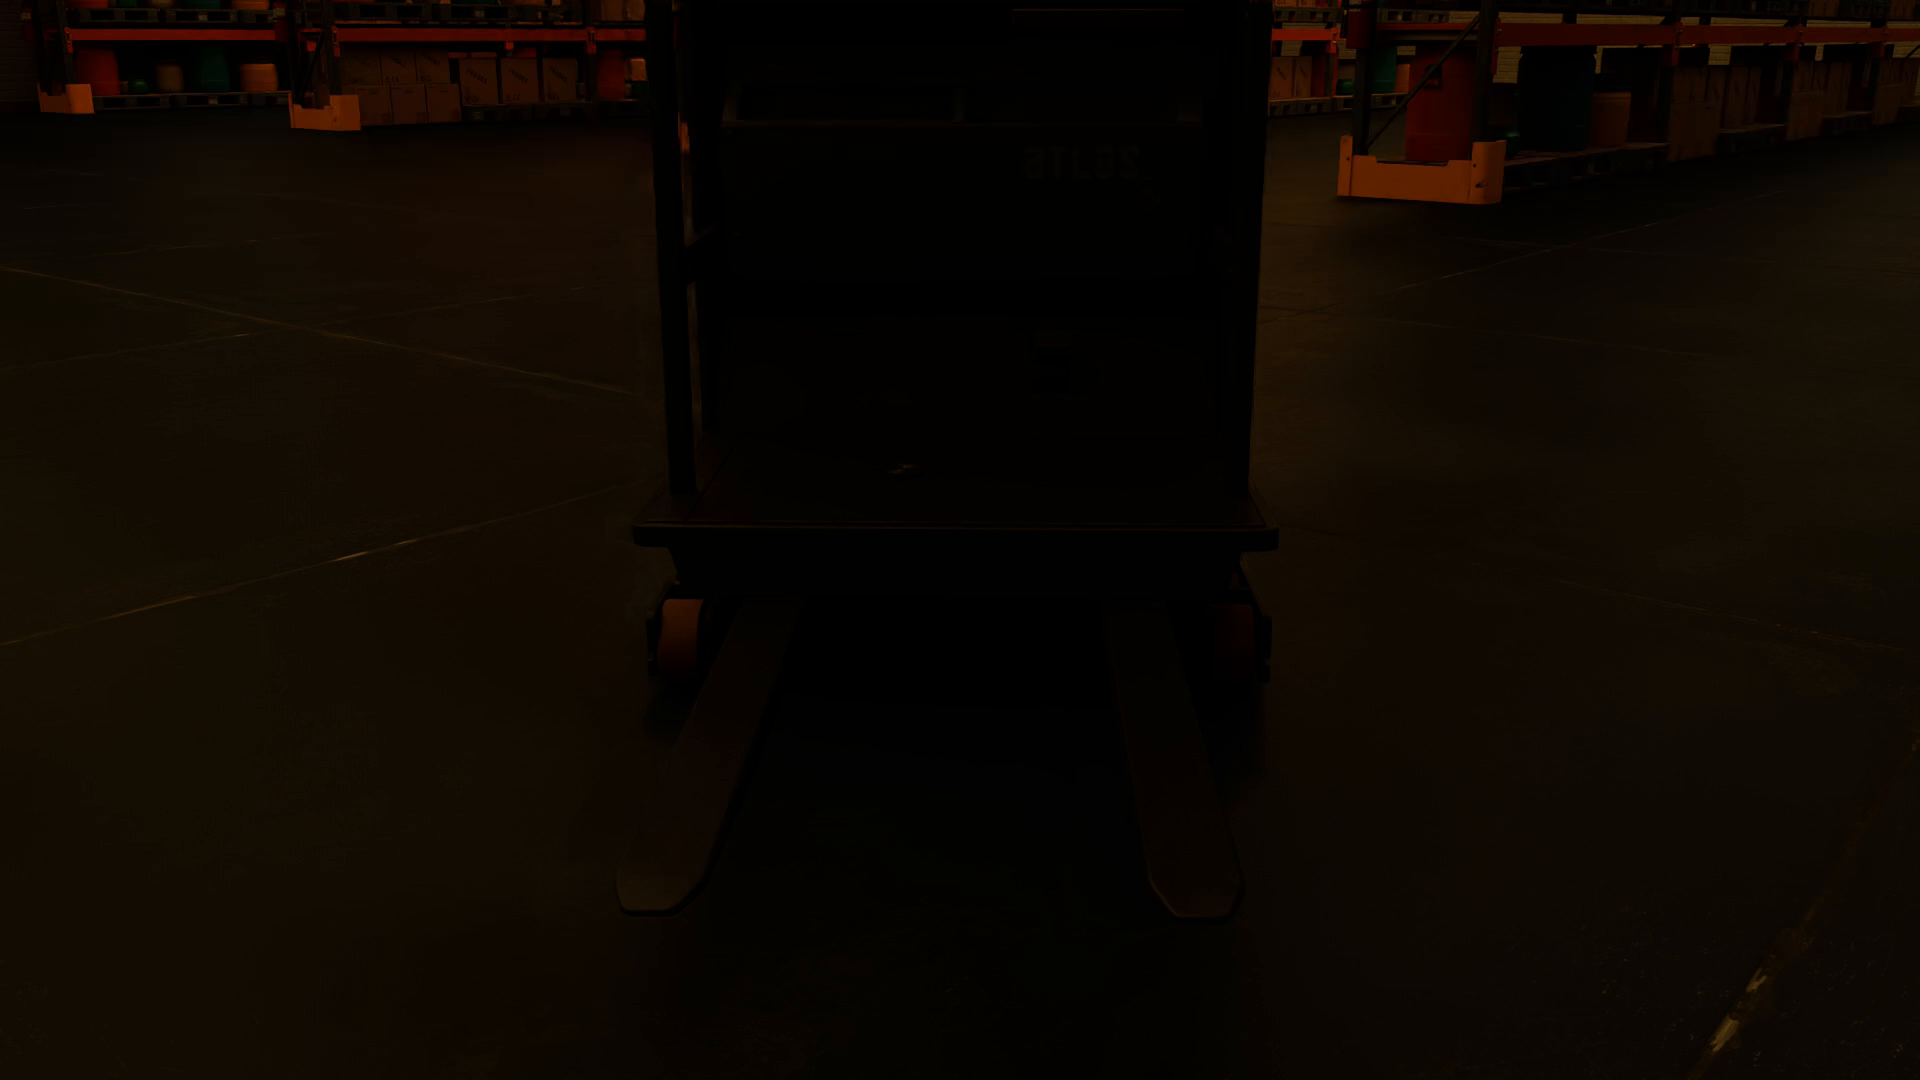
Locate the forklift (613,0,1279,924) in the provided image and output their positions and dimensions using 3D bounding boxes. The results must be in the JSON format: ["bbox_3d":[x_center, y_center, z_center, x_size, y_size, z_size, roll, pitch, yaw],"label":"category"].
[{"bbox_3d":[0.002,-1.218,2.909,1.130,2.935,3.031,0,17,2],"label":"forklift"}]
